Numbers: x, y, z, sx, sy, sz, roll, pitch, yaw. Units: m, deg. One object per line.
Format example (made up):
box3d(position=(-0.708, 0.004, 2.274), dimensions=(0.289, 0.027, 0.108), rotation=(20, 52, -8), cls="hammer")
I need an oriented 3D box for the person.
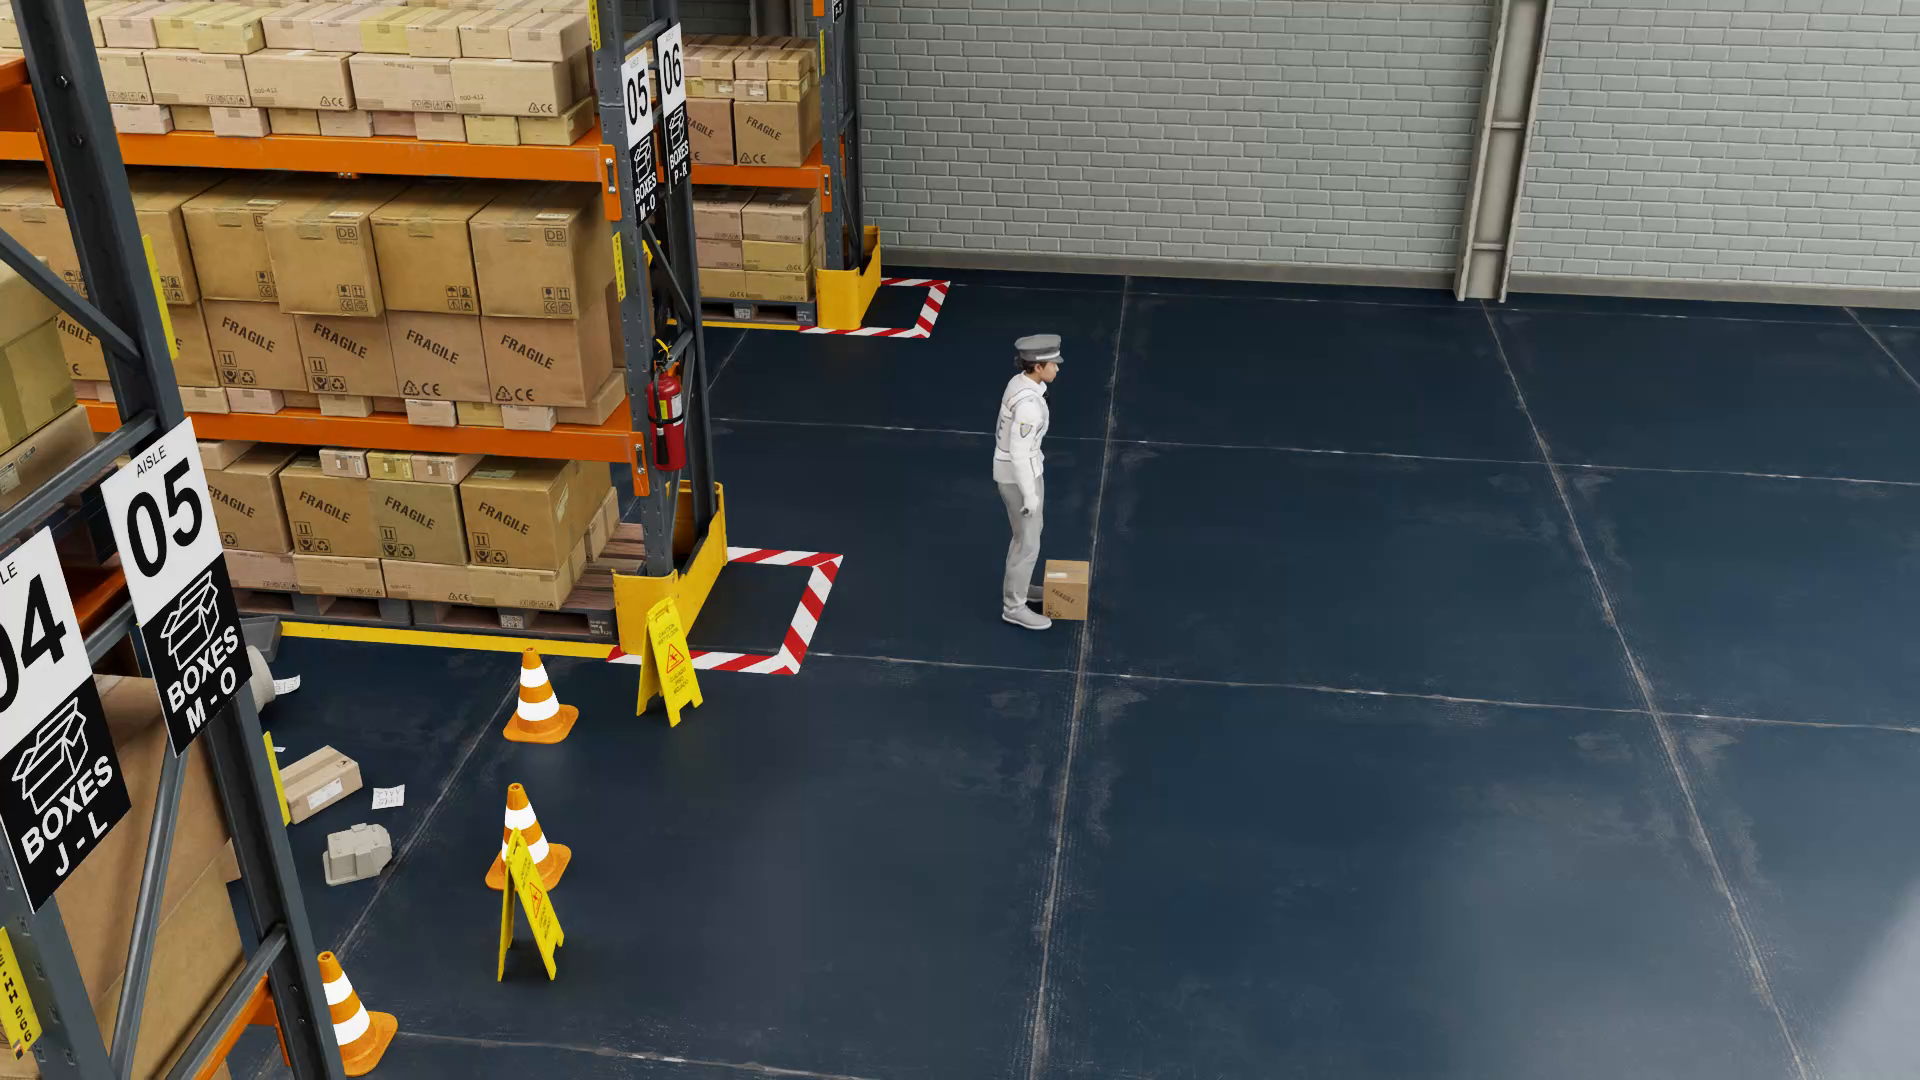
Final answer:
box3d(position=(0.369, -0.345, 9.254), dimensions=(0.373, 1.662, 0.538), rotation=(2, 29, 3), cls="person")
